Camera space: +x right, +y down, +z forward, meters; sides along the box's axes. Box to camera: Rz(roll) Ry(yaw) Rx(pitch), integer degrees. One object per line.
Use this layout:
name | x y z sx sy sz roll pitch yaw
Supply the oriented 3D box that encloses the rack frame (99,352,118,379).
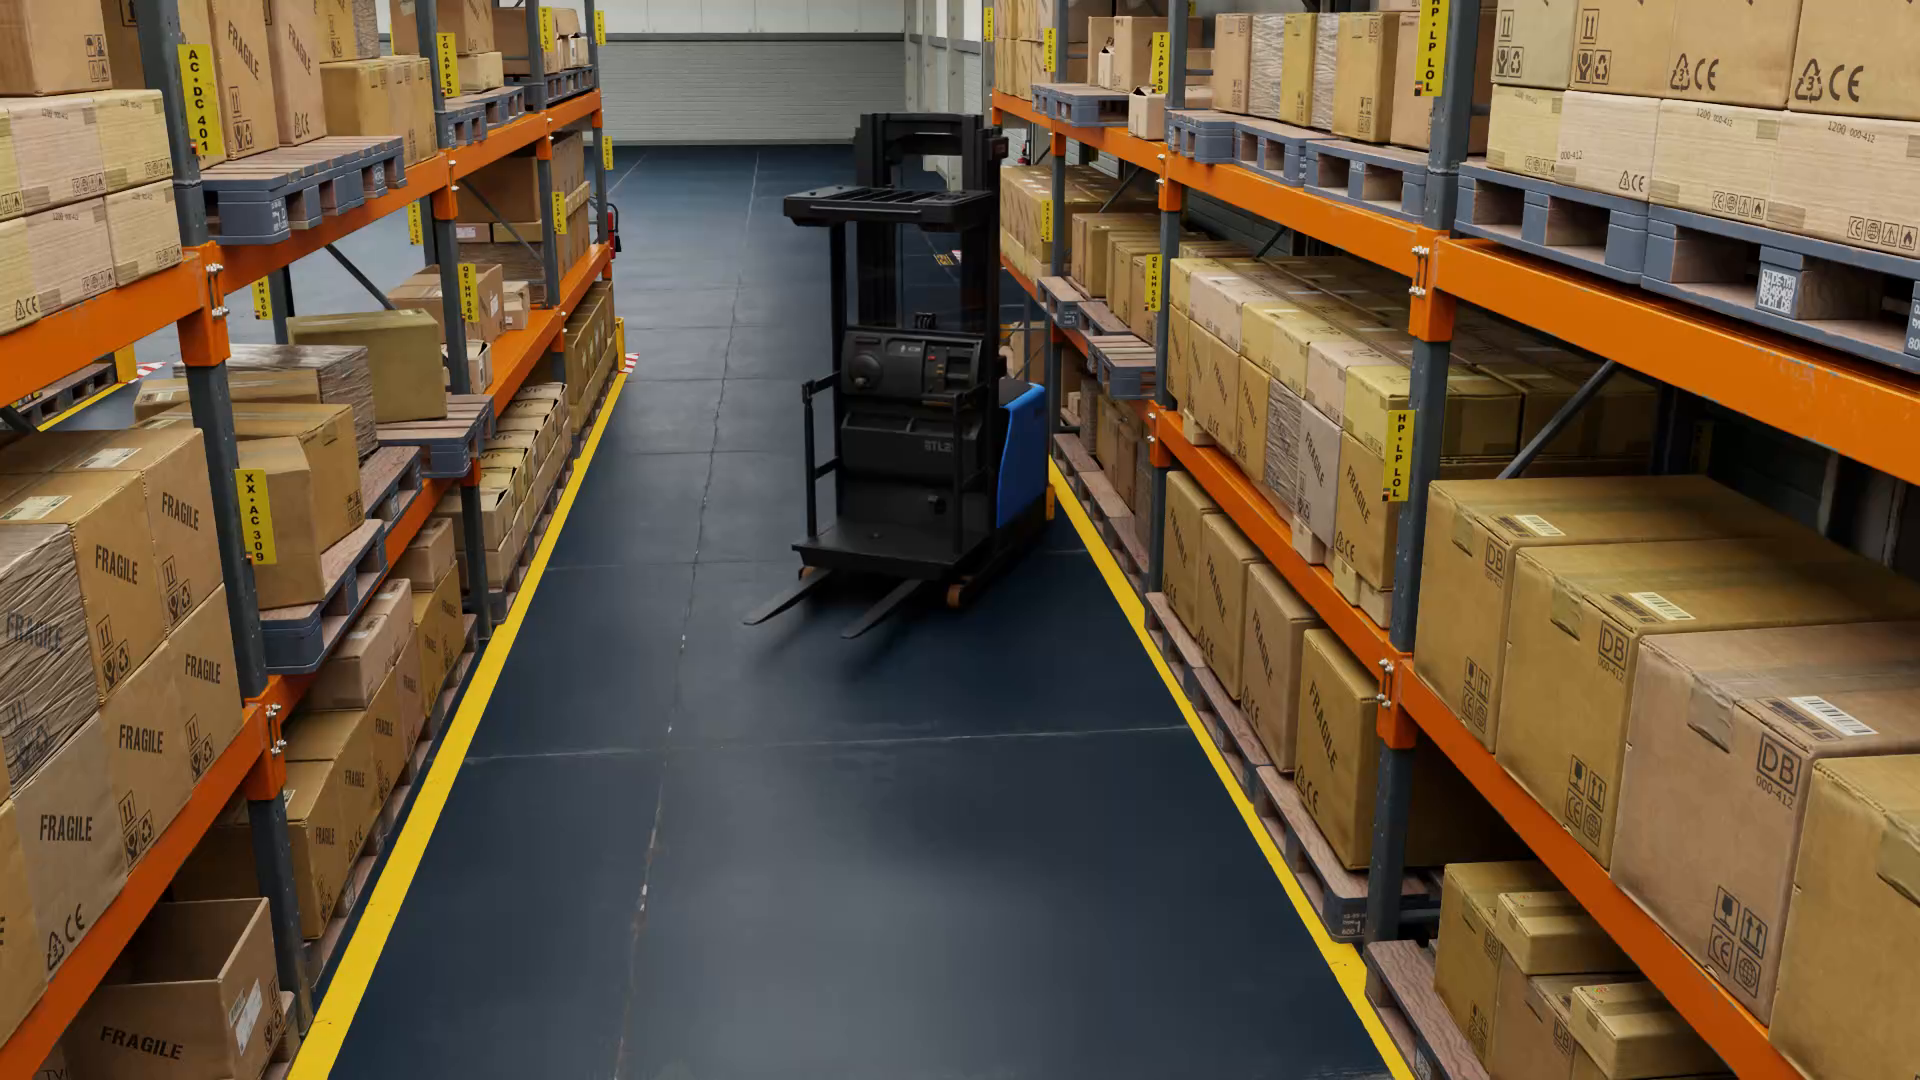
rack frame | -9.021 -3.067 16.438 1.000 3.000 0.127 -2 18 -6

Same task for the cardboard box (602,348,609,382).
cardboard box | -3.628 -1.659 15.843 0.500 0.250 0.500 -2 18 -6

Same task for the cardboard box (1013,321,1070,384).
cardboard box | 0.900 -1.791 15.813 0.700 0.500 0.500 -3 18 -9

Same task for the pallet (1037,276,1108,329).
pallet | 1.180 -1.857 12.906 1.003 0.211 1.213 -2 18 -6

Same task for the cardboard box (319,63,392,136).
cardboard box | -3.084 -1.878 7.477 0.910 0.500 0.500 -2 18 -6

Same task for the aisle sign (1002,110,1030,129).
aisle sign | 0.527 -4.625 17.062 0.394 0.787 0.004 -2 18 -6

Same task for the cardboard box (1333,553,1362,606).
cardboard box | 1.705 0.146 6.589 0.380 0.149 0.250 -1 17 -5

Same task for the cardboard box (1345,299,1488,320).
cardboard box | 2.115 -0.960 7.779 0.500 0.250 0.500 -2 18 -7

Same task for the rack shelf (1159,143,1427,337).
rack shelf | 1.864 -1.481 7.581 1.077 0.370 4.000 -2 18 -6

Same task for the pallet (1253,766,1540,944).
pallet | 1.916 1.305 7.167 1.003 0.211 1.213 -2 18 -6

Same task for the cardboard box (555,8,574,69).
cardboard box | -3.726 -4.269 14.152 0.797 0.503 0.637 0 17 0

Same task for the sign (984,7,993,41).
sign | 0.293 -5.204 16.779 0.100 0.325 0.005 -2 18 -6

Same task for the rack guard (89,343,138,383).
rack guard | -8.967 -1.853 16.745 1.175 0.500 0.348 -2 18 -6

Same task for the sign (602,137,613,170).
sign | -3.553 -3.897 16.753 0.100 0.325 0.005 -2 18 -6

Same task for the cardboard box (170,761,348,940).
cardboard box | -2.664 1.188 6.325 0.500 0.500 0.500 -3 18 -8

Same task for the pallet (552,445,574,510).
pallet | -3.567 -0.478 12.848 1.003 0.211 1.213 -2 18 -6

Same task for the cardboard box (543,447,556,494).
cardboard box | -3.247 -0.498 12.144 0.500 0.250 0.500 -1 17 -4

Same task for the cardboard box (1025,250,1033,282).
cardboard box | 0.852 -2.399 14.529 0.500 0.250 0.500 -2 18 -5

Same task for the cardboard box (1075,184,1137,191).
cardboard box | 1.309 -2.926 14.955 0.500 0.500 0.500 -1 17 -4

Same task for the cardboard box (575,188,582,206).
cardboard box | -3.786 -3.239 15.736 0.380 0.149 0.250 -2 17 -5

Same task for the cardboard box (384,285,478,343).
cardboard box | -3.458 -1.382 10.905 0.500 0.500 0.500 -3 18 -9

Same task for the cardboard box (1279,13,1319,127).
cardboard box | 1.916 -2.214 7.812 0.700 0.500 0.500 -1 17 -3

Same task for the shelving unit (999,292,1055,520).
shelving unit | 0.343 -1.019 12.418 0.587 1.500 1.083 -2 18 -6

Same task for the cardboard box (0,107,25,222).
cardboard box | -2.439 -0.807 3.647 0.500 0.250 0.500 -2 18 -6

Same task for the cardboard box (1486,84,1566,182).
cardboard box | 1.880 -1.191 4.838 0.500 0.250 0.500 -2 18 -6

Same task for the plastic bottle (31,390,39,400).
plastic bottle | -8.366 -1.413 14.970 0.061 0.283 0.133 -1 17 -4

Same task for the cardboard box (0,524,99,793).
cardboard box | -2.439 0.277 3.950 0.500 0.500 0.500 -2 18 -5

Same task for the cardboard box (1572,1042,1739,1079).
cardboard box | 2.145 1.723 4.652 0.700 0.500 0.500 -1 17 -4

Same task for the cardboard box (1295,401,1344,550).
cardboard box | 1.710 -0.278 6.858 0.500 0.500 0.500 -2 18 -5

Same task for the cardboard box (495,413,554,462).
cardboard box | -3.245 -0.768 12.067 0.500 0.311 0.500 -2 18 -6

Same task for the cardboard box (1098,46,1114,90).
cardboard box | 1.286 -3.421 12.007 0.500 0.311 0.500 -1 17 -4

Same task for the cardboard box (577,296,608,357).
cardboard box | -3.625 -2.017 15.731 0.500 0.500 0.500 -2 18 -6

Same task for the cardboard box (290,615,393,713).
cardboard box | -2.767 0.532 7.162 0.500 0.250 0.500 -2 18 -6

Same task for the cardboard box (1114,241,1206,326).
cardboard box | 1.449 -1.757 11.365 0.700 0.500 0.500 -2 18 -6

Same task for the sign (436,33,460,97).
sign | -2.729 -2.529 8.854 0.100 0.325 0.005 -2 18 -6

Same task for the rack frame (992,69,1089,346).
rack frame | 0.833 -3.373 17.412 1.000 3.000 0.127 -2 18 -6

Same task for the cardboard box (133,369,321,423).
cardboard box | -3.100 -0.416 7.126 0.700 0.500 0.500 -6 19 -20

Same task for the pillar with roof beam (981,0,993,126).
pillar with roof beam | -3.754 -9.495 26.899 9.100 9.000 0.400 -2 18 -6

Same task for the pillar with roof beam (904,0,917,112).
pillar with roof beam | -5.611 -14.858 43.981 9.100 9.000 0.400 -2 18 -6

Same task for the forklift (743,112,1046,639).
forklift | -0.383 -1.103 10.296 1.130 2.935 3.031 6 19 20

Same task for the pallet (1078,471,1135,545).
pallet | 1.456 -0.254 12.135 1.003 0.211 1.213 -2 18 -6

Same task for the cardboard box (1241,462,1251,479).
cardboard box | 1.622 -0.391 8.302 0.380 0.149 0.250 -2 17 -5

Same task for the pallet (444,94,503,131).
pallet | -3.546 -2.709 10.605 1.003 0.211 1.213 -1 17 -3

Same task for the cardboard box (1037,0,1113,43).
cardboard box | 0.924 -4.287 13.448 0.500 0.500 0.500 -3 18 -10

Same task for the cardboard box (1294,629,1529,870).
cardboard box | 1.874 0.838 6.888 0.750 0.750 0.750 -2 17 -5

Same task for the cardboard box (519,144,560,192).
cardboard box | -3.838 -3.125 14.291 0.700 0.500 0.500 -2 18 -6

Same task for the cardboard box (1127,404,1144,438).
cardboard box | 1.477 -0.902 11.730 0.500 0.250 0.500 -2 18 -6

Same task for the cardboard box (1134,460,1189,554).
cardboard box | 1.532 -0.220 10.807 0.700 0.500 0.500 -2 17 -5

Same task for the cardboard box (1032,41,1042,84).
cardboard box | 0.908 -3.963 14.085 0.500 0.500 0.500 -3 18 -10

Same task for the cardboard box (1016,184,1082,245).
cardboard box | 0.791 -2.907 14.894 0.500 0.500 0.500 -2 18 -7

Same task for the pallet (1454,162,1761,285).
pallet | 2.145 -0.942 4.811 1.003 0.211 1.213 -2 18 -6

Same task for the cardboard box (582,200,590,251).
cardboard box | -4.059 -3.127 16.462 0.700 0.500 0.500 -2 18 -6

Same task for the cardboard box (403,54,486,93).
cardboard box | -3.568 -3.239 11.529 0.500 0.250 0.500 -3 18 -11

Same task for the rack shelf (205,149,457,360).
rack shelf | -3.063 -1.327 7.090 1.077 0.370 4.000 -2 18 -6
